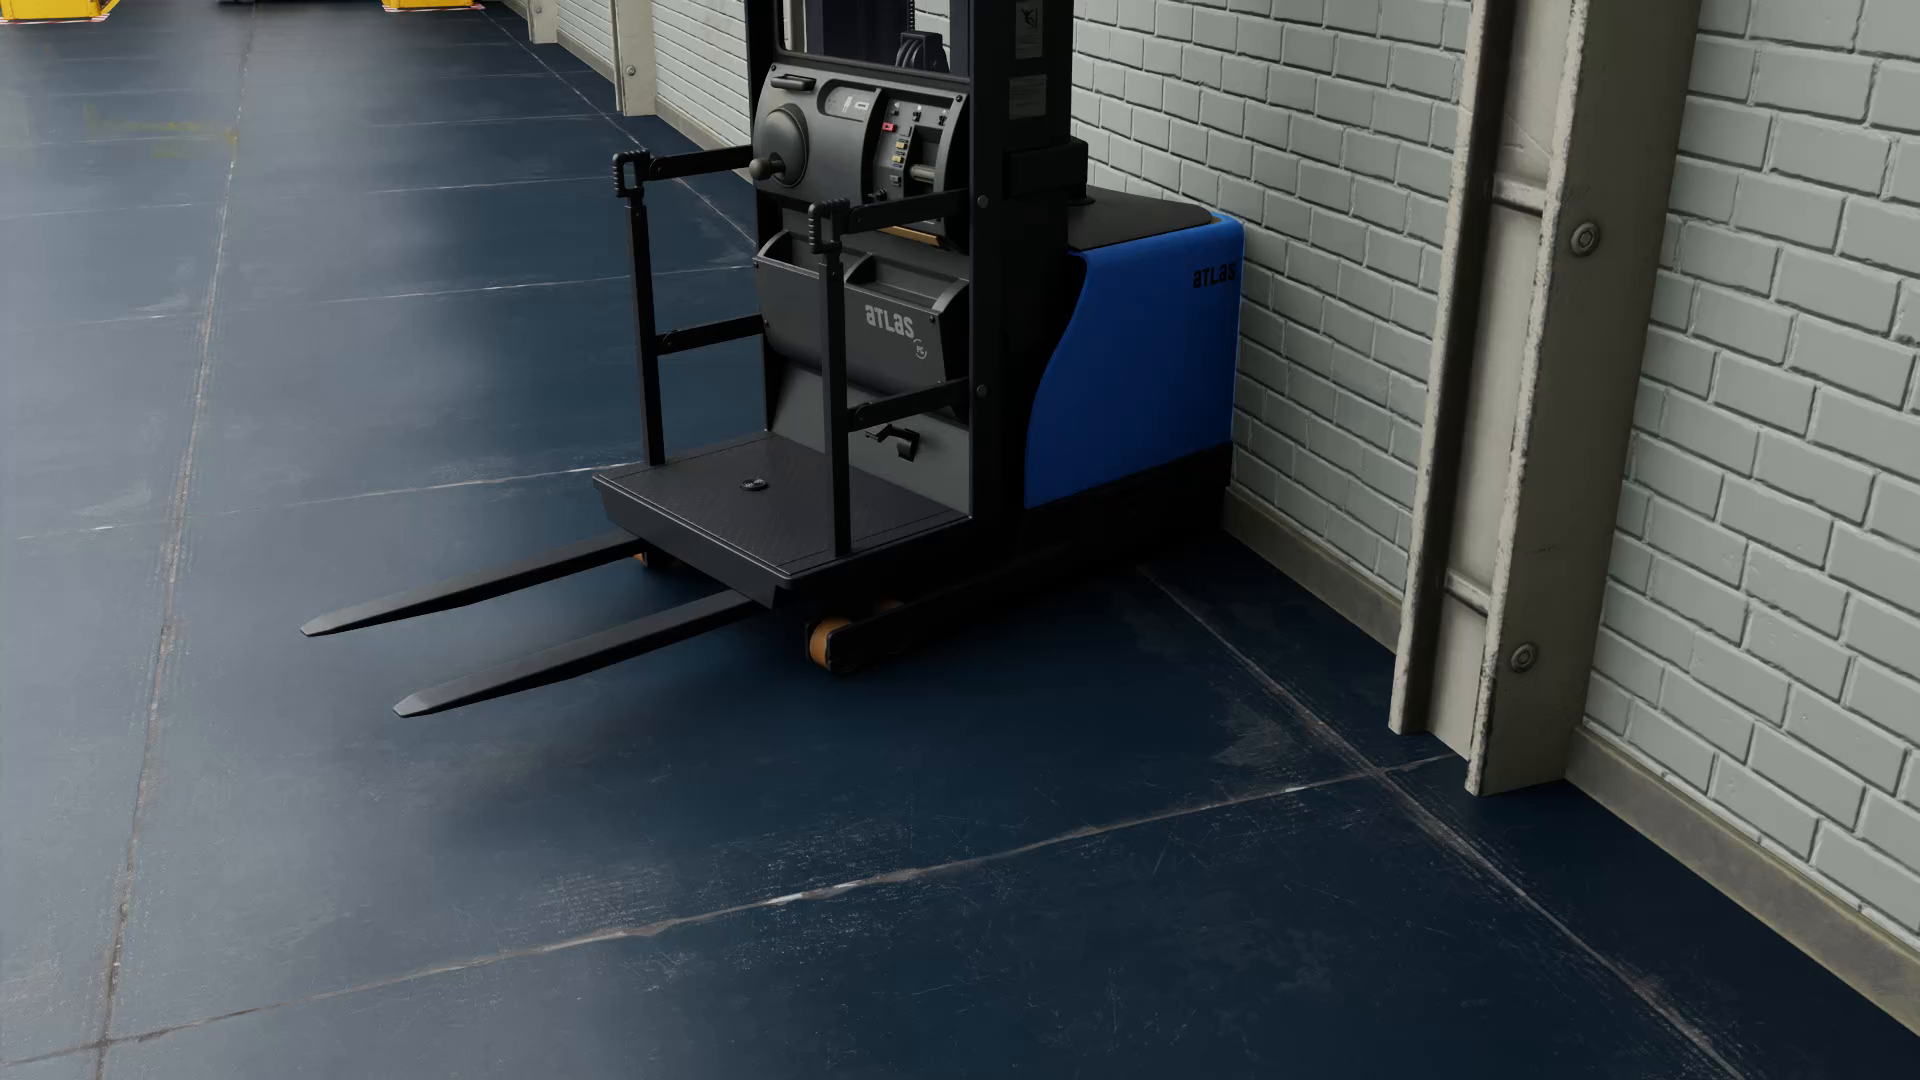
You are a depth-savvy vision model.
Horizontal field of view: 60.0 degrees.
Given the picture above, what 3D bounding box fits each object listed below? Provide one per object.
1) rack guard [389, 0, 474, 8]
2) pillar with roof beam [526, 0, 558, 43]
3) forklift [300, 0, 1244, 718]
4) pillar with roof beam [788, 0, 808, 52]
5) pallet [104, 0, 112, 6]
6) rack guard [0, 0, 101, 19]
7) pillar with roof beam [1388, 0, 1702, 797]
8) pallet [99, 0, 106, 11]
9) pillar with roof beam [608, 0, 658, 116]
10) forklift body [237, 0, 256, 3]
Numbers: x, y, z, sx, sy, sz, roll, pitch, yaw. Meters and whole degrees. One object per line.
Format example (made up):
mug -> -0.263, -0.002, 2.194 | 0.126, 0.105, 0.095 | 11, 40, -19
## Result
rack guard -> -7.686, -8.008, 24.105 | 1.175, 0.500, 0.348 | -8, 24, -19
pillar with roof beam -> -9.005, -9.538, 16.795 | 9.100, 9.000, 0.400 | -8, 24, -19
forklift -> -0.469, -1.191, 4.802 | 3.031, 2.935, 1.130 | -19, 29, -37
pillar with roof beam -> -4.766, -5.178, 6.450 | 9.100, 9.000, 0.400 | -8, 24, -19
pallet -> -13.045, -7.971, 24.390 | 1.003, 0.211, 1.213 | -8, 24, -19
rack guard -> -12.364, -7.361, 22.572 | 1.175, 0.500, 0.348 | -8, 24, -19
pillar with roof beam -> -2.646, -2.998, 1.277 | 9.100, 9.000, 0.400 | -8, 24, -19
pallet -> -12.617, -7.528, 23.340 | 1.003, 0.211, 1.213 | -8, 24, -19
pillar with roof beam -> -6.885, -7.358, 11.622 | 9.100, 9.000, 0.400 | -8, 24, -19
forklift body -> -10.071, -9.216, 24.846 | 2.313, 2.155, 1.214 | -8, 24, -19
